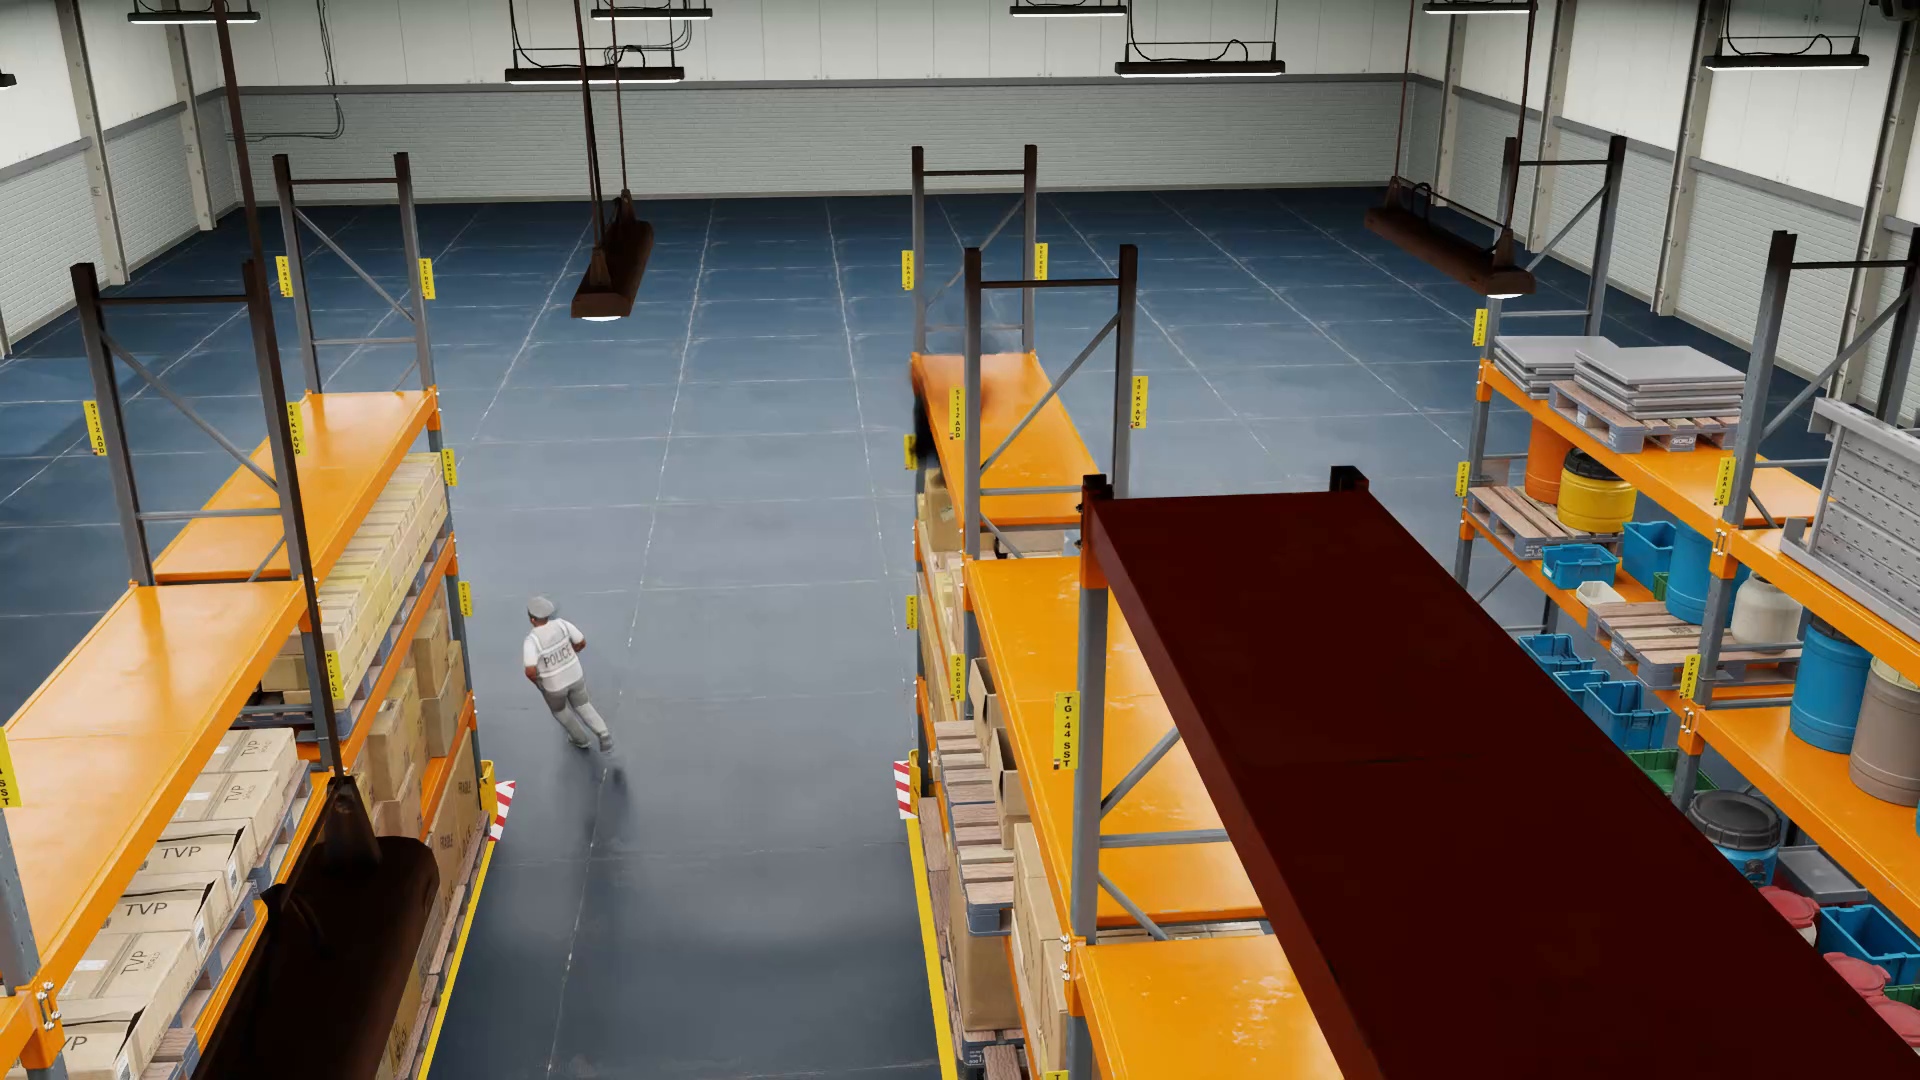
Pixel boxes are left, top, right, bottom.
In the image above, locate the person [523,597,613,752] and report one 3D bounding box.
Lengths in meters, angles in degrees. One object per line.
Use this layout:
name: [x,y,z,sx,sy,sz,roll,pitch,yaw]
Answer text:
person: [-3.834,1.358,15.932,0.713,1.717,0.784,-17,27,-36]
